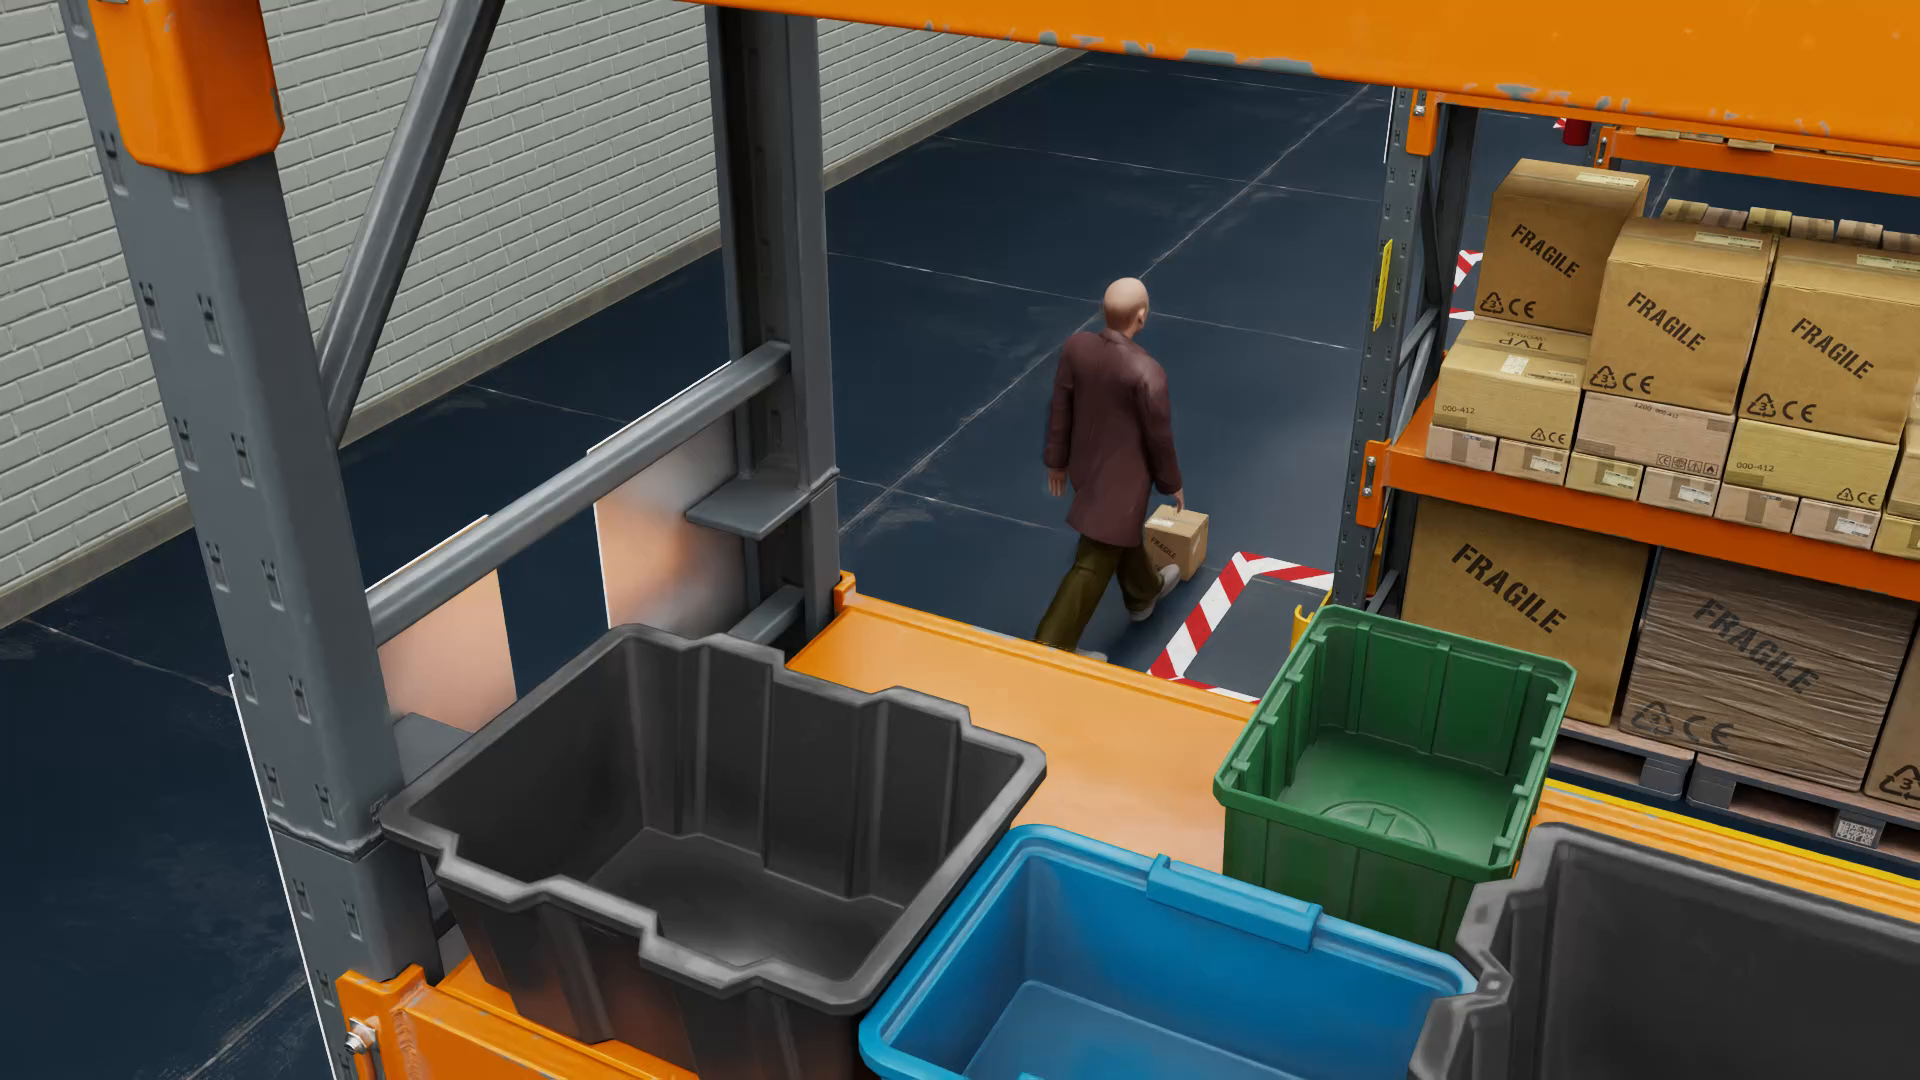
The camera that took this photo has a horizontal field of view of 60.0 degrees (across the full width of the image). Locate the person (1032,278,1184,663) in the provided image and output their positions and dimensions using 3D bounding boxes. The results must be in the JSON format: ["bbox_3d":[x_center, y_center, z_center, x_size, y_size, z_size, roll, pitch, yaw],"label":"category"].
[{"bbox_3d":[0.701,-0.294,7.147,1.042,1.740,0.579,-18,34,-29],"label":"person"}]
